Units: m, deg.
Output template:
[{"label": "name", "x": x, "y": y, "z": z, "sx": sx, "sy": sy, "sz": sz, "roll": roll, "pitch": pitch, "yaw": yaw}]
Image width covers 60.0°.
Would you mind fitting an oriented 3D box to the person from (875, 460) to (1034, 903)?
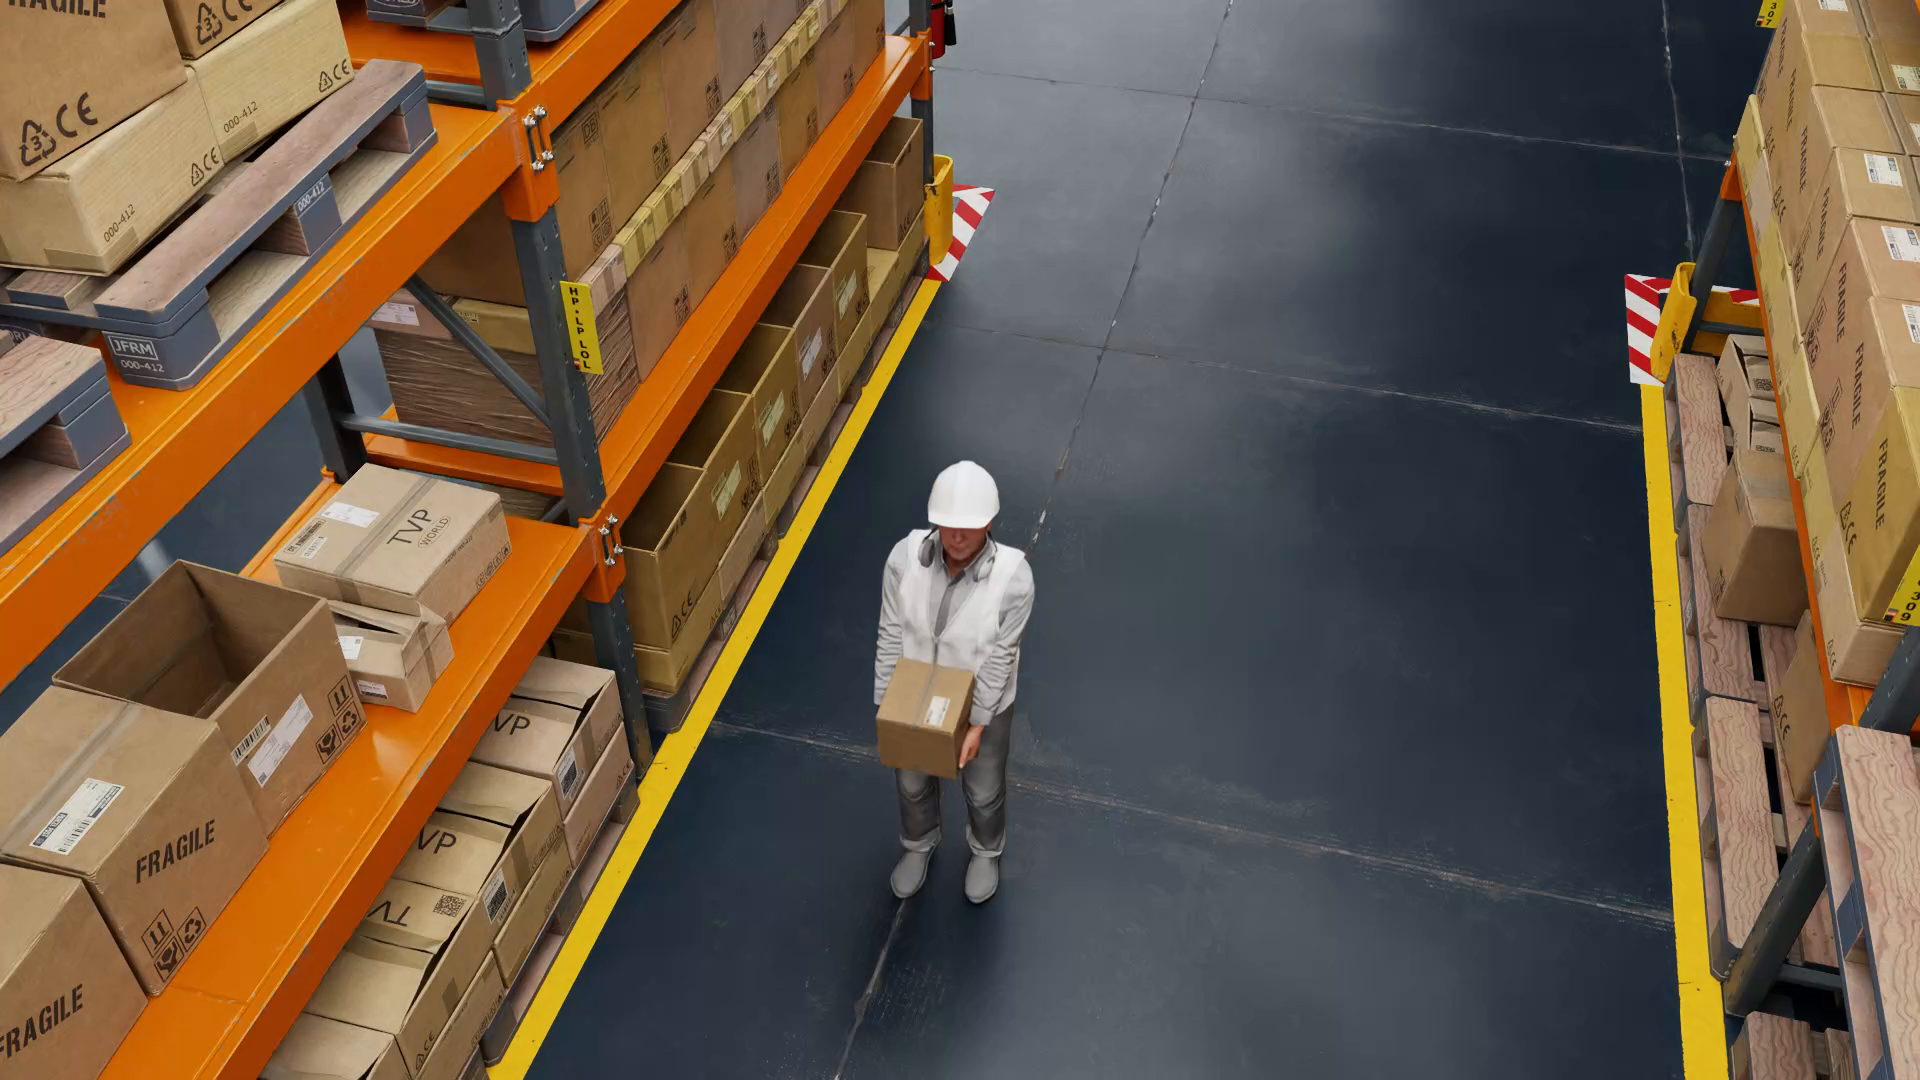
[{"label": "person", "x": -0.036, "y": 0.553, "z": 5.502, "sx": 0.496, "sy": 1.765, "sz": 0.554, "roll": 10, "pitch": 42, "yaw": 11}]
